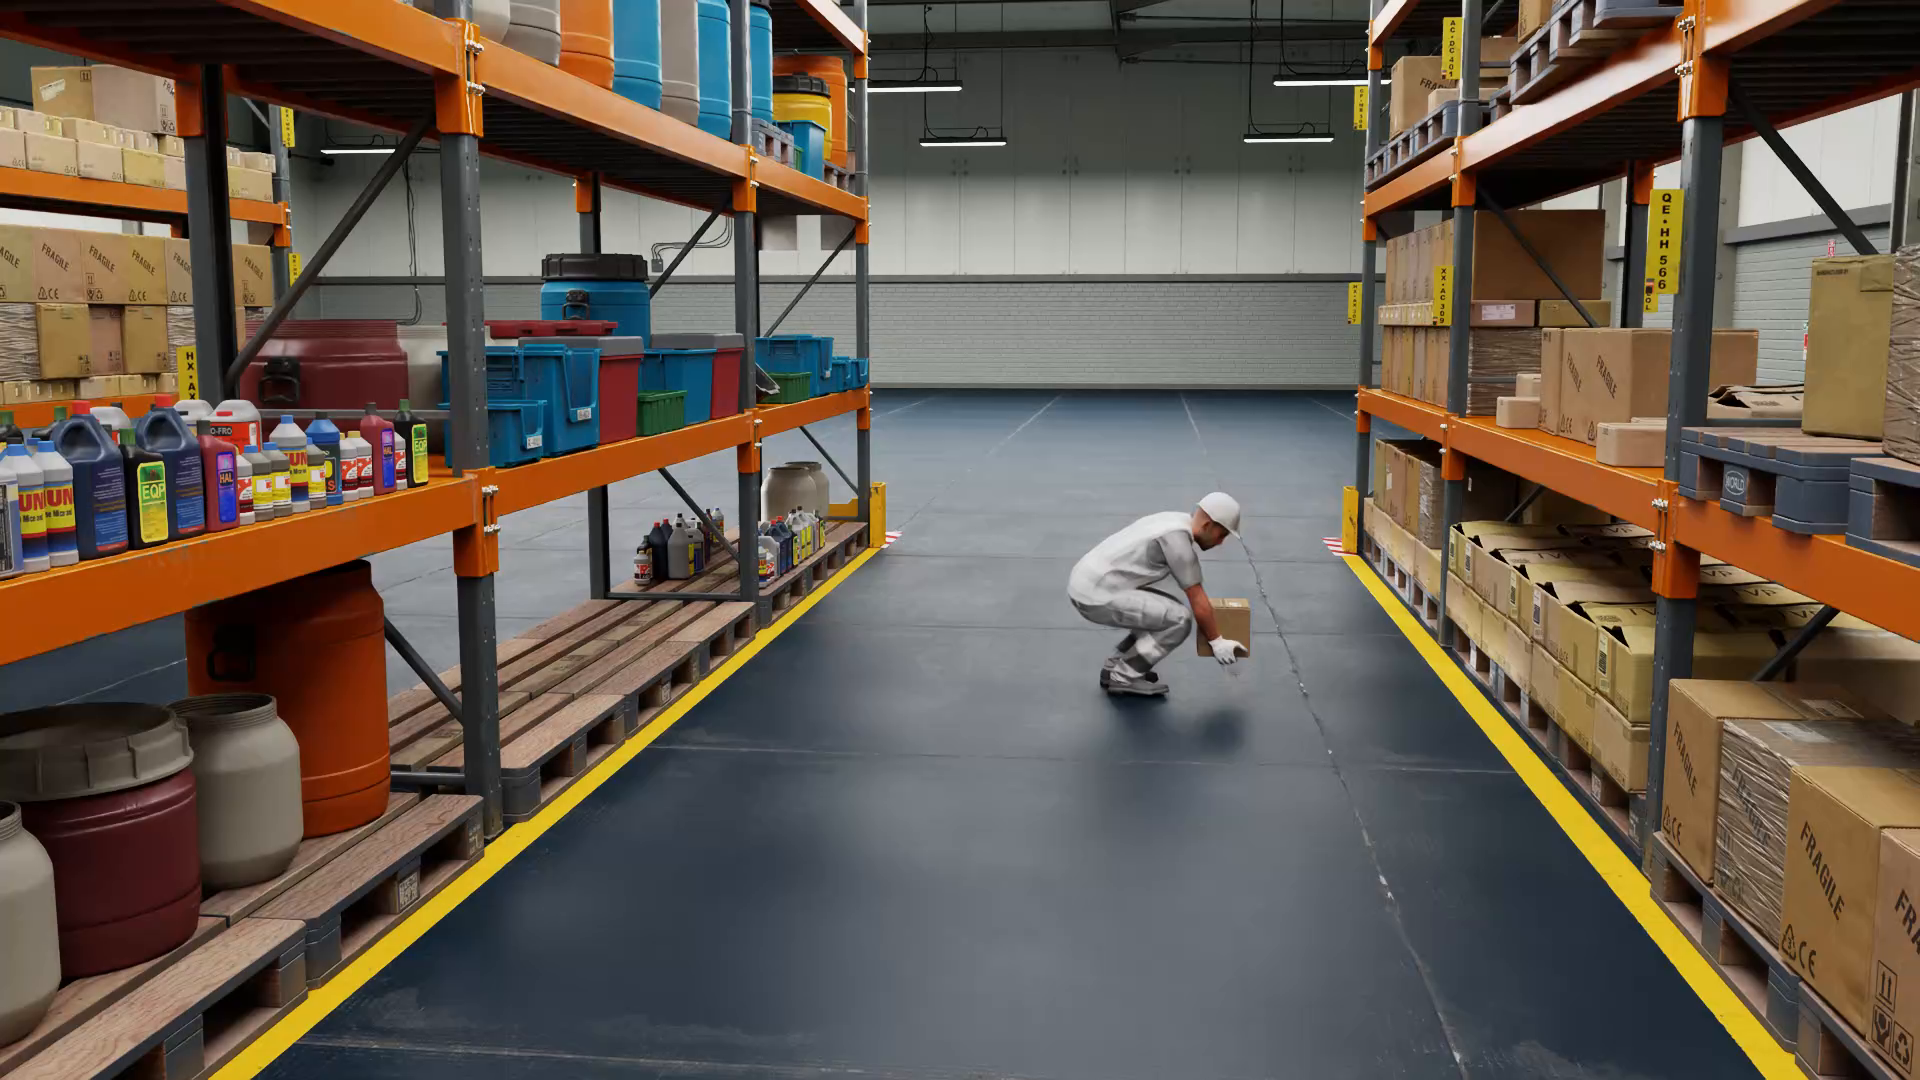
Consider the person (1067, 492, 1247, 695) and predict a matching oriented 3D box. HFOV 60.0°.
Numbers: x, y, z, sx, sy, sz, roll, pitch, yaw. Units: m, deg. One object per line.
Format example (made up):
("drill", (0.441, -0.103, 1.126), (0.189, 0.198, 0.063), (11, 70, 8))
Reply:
("person", (0.979, 0.261, 8.284), (0.894, 0.997, 0.534), (1, 8, 5))
